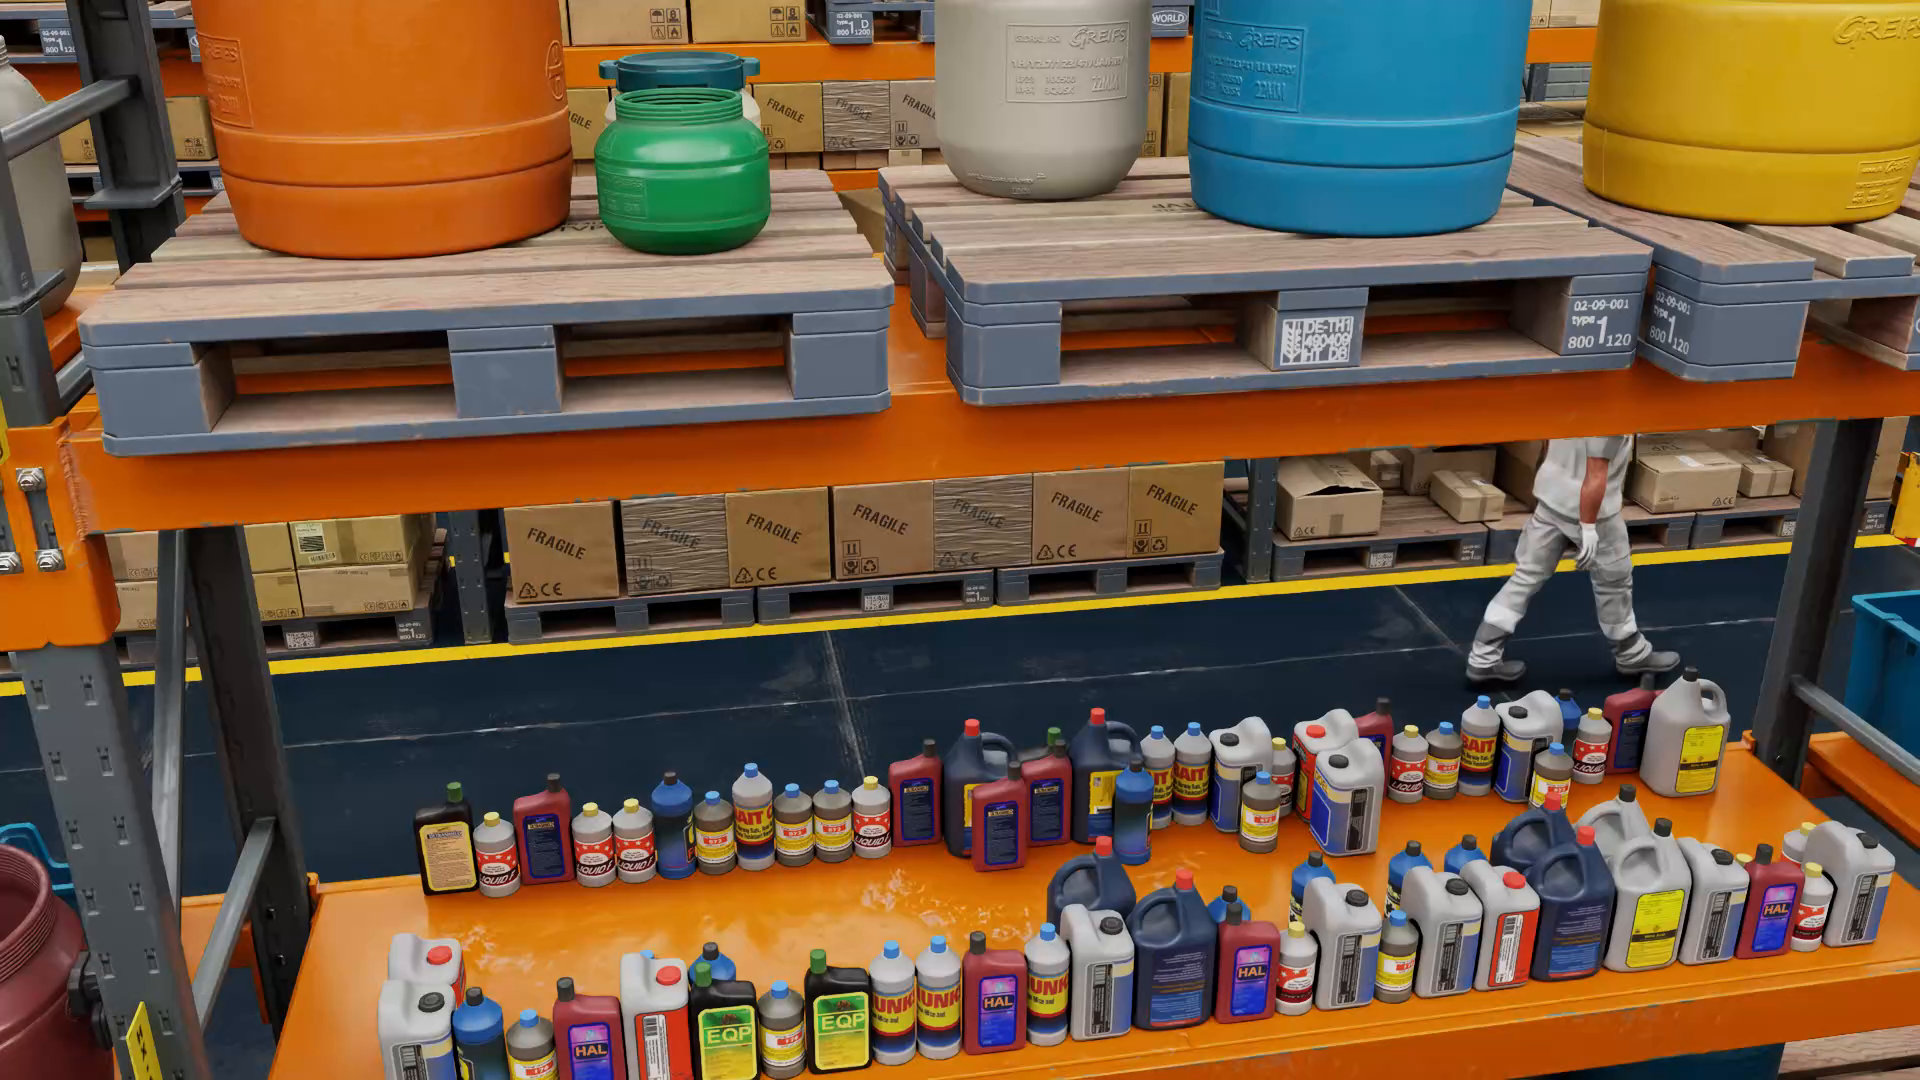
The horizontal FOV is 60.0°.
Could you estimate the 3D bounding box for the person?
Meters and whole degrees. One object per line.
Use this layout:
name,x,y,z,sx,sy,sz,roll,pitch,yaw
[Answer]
person,2.842,-0.182,7.446,1.020,1.729,0.607,-8,24,-18
